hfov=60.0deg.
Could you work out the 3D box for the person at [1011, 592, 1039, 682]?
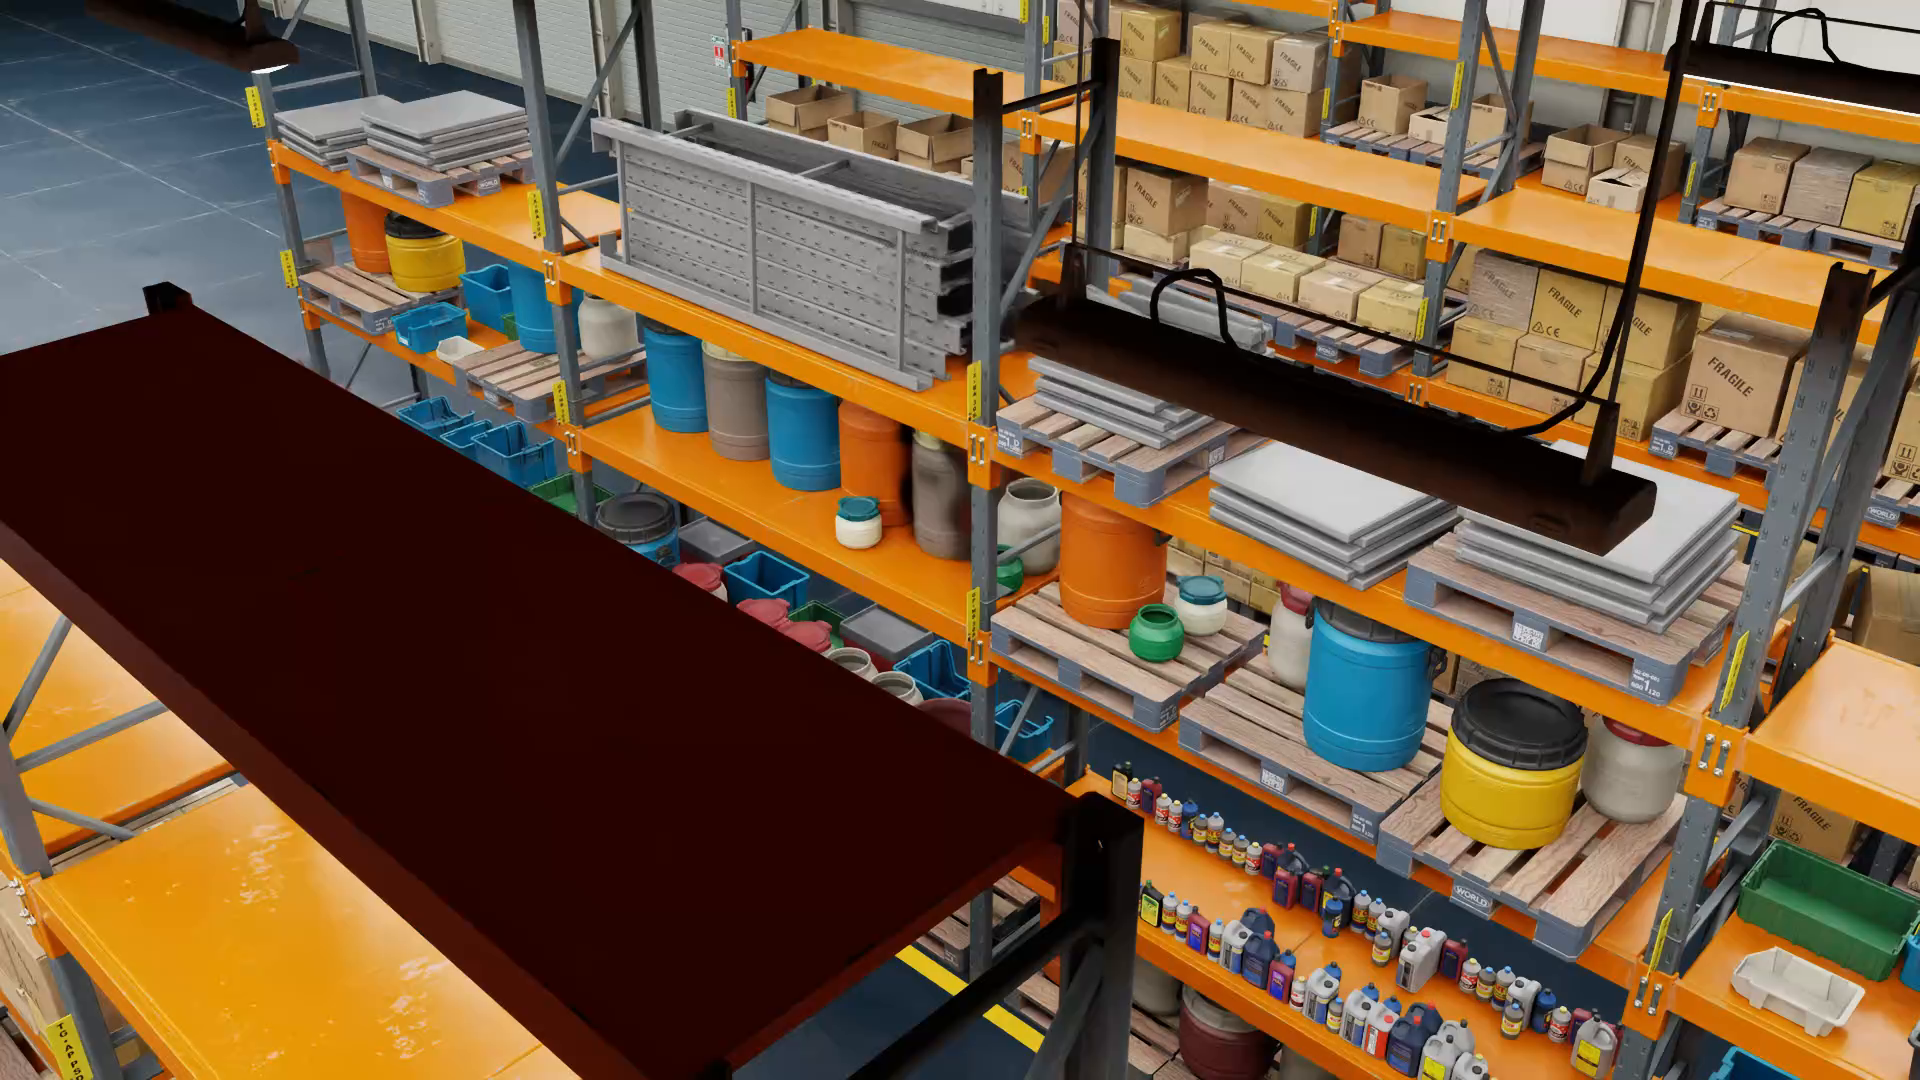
[{"bbox_3d":[0.813,0.592,13.647,0.832,1.580,0.448,23,37,35],"label":"person"}]
